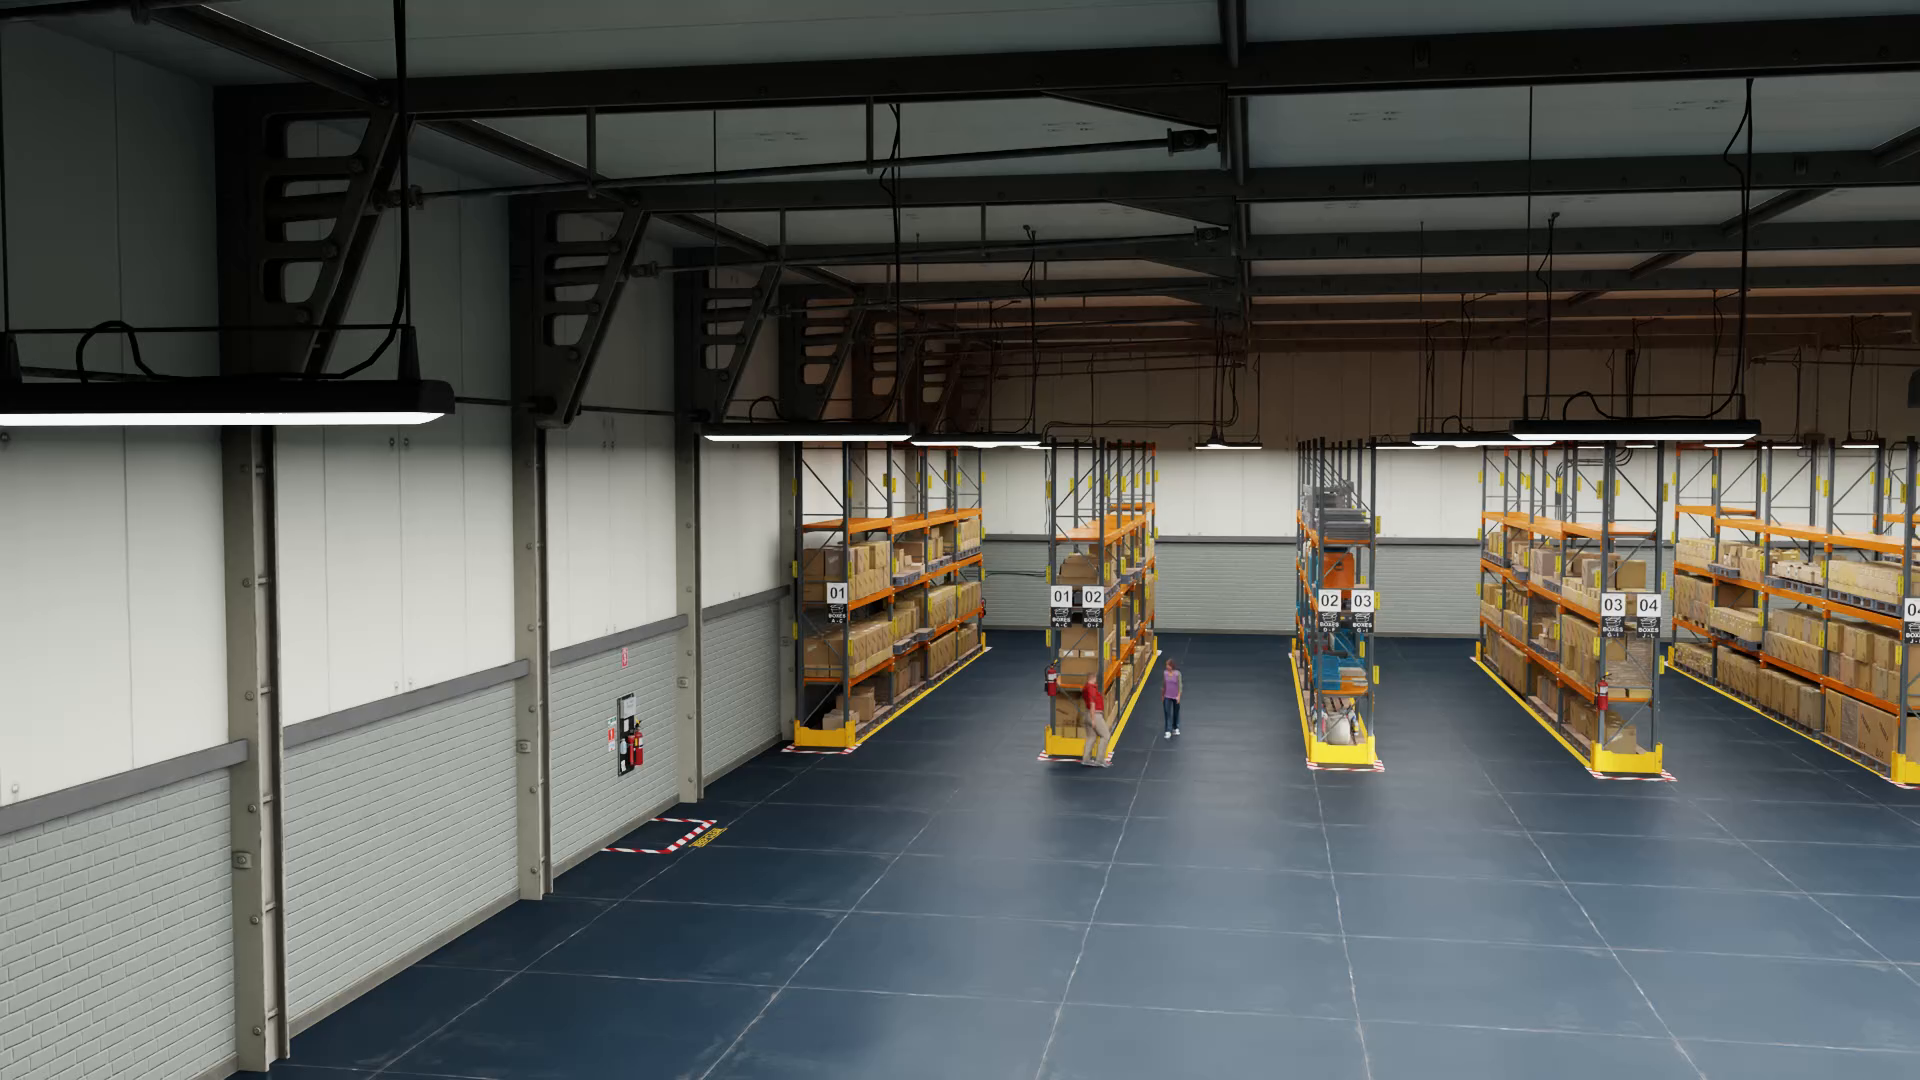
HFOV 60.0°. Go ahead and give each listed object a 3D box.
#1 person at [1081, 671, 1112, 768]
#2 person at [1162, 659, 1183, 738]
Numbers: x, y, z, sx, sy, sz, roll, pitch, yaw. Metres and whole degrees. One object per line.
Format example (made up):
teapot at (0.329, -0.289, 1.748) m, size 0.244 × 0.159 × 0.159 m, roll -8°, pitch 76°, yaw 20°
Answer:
person at (2.466, 3.276, 30.300) m, size 0.498 × 1.771 × 0.561 m, roll -1°, pitch 3°, yaw -19°
person at (4.232, 3.162, 33.264) m, size 0.445 × 1.558 × 0.914 m, roll 1°, pitch 3°, yaw 15°
